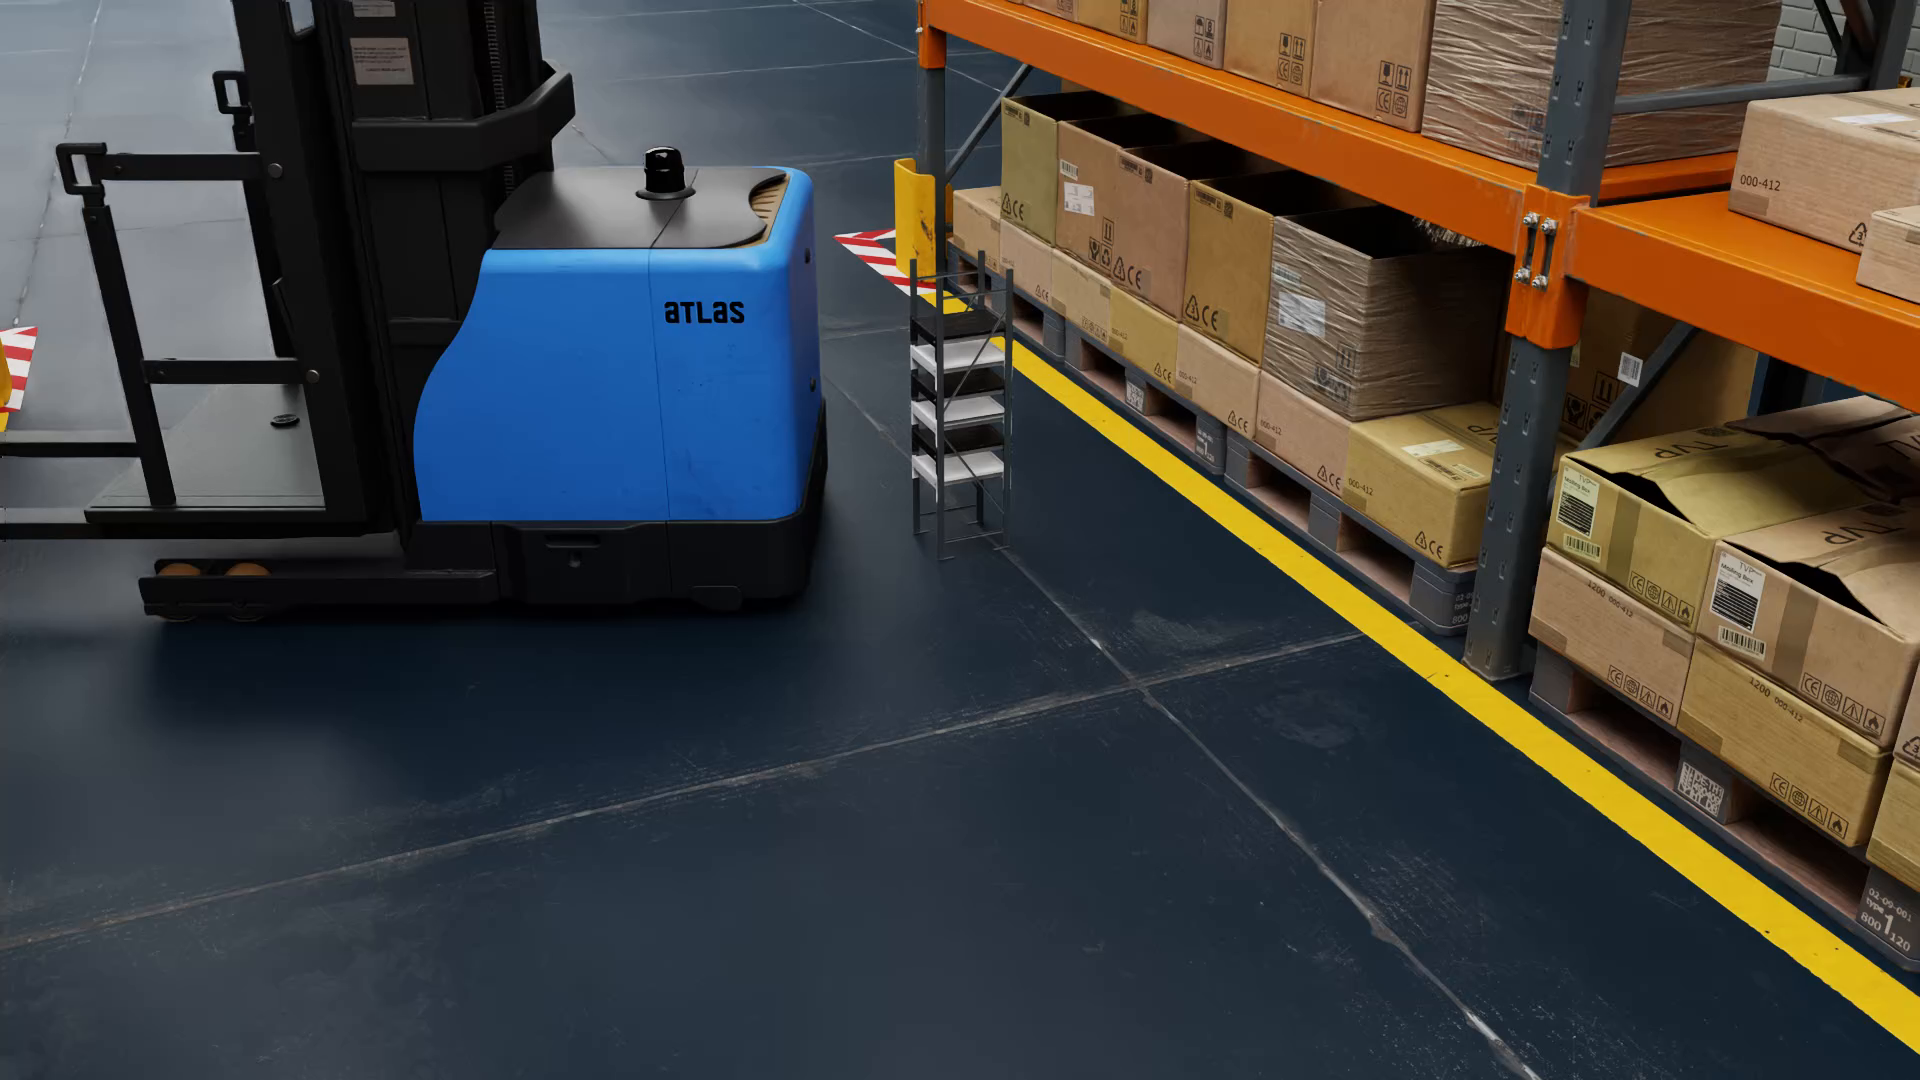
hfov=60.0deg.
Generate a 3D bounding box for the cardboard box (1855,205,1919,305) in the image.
[{"bbox_3d":[2.016,-0.563,3.272,0.380,0.149,0.250,-11,28,-21],"label":"cardboard box"}]

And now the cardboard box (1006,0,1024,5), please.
[{"bbox_3d":[0.461,-2.538,6.916,0.700,0.500,0.500,-11,28,-21],"label":"cardboard box"}]

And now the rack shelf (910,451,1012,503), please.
[{"bbox_3d":[0.003,-0.209,5.139,0.258,0.077,0.200,-11,28,-21],"label":"rack shelf"}]

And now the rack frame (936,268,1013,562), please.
[{"bbox_3d":[0.043,-0.360,4.962,0.240,0.900,0.006,-11,28,-21],"label":"rack frame"}]

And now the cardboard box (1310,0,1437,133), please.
[{"bbox_3d":[1.465,-1.504,4.798,0.700,0.500,0.500,-11,28,-21],"label":"cardboard box"}]

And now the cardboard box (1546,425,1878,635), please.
[{"bbox_3d":[1.789,-0.065,3.980,0.500,0.311,0.500,-10,28,-20],"label":"cardboard box"}]

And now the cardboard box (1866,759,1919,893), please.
[{"bbox_3d":[2.191,0.598,3.261,0.500,0.250,0.500,-11,28,-22],"label":"cardboard box"}]

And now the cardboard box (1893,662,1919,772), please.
[{"bbox_3d":[2.184,0.347,3.137,0.500,0.311,0.500,-12,28,-22],"label":"cardboard box"}]

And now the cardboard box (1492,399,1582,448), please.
[{"bbox_3d":[1.954,-0.262,5.022,0.500,0.250,0.500,-11,28,-21],"label":"cardboard box"}]

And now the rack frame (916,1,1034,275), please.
[{"bbox_3d":[0.290,-2.684,7.328,1.000,3.000,0.127,-11,28,-21],"label":"rack frame"}]

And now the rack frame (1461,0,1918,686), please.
[{"bbox_3d":[1.857,-1.069,4.021,1.000,3.000,0.127,-11,28,-21],"label":"rack frame"}]

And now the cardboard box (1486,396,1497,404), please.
[{"bbox_3d":[1.763,-0.464,5.438,0.500,0.250,0.500,-11,28,-21],"label":"cardboard box"}]

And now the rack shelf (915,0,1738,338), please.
[{"bbox_3d":[1.073,-1.553,5.833,1.077,0.370,4.000,-11,28,-21],"label":"rack shelf"}]

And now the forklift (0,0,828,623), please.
[{"bbox_3d":[-1.958,-1.314,4.600,3.031,2.935,1.130,0,26,0],"label":"forklift"}]

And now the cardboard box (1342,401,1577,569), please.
[{"bbox_3d":[1.474,-0.172,4.839,0.500,0.250,0.500,-11,28,-21],"label":"cardboard box"}]

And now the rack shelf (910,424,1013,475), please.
[{"bbox_3d":[0.003,-0.290,5.100,0.258,0.077,0.200,-11,28,-21],"label":"rack shelf"}]

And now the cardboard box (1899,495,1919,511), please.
[{"bbox_3d":[2.489,0.049,3.747,0.500,0.311,0.500,-10,28,-19],"label":"cardboard box"}]

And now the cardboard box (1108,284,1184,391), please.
[{"bbox_3d":[0.881,-0.777,6.077,0.500,0.250,0.500,-11,28,-21],"label":"cardboard box"}]

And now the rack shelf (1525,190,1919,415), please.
[{"bbox_3d":[2.640,0.061,2.525,1.077,0.370,4.000,-11,28,-21],"label":"rack shelf"}]

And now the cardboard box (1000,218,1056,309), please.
[{"bbox_3d":[0.495,-1.181,6.906,0.500,0.250,0.500,-11,28,-21],"label":"cardboard box"}]

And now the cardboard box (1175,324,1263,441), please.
[{"bbox_3d":[1.078,-0.575,5.664,0.500,0.250,0.500,-11,28,-21],"label":"cardboard box"}]

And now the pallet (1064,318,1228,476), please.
[{"bbox_3d":[1.102,-0.638,6.315,1.003,0.211,1.213,-11,28,-21],"label":"pallet"}]

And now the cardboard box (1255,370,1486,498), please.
[{"bbox_3d":[1.287,-0.376,5.256,0.500,0.250,0.500,-11,28,-21],"label":"cardboard box"}]

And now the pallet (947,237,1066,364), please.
[{"bbox_3d":[0.628,-1.129,7.323,1.003,0.211,1.213,-11,28,-21],"label":"pallet"}]

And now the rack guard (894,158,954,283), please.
[{"bbox_3d":[0.281,-1.570,7.897,1.175,0.500,0.348,-11,28,-21],"label":"rack guard"}]

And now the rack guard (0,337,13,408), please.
[{"bbox_3d":[-4.196,-0.689,6.091,1.175,0.500,0.348,-11,28,-21],"label":"rack guard"}]

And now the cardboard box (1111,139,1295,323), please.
[{"bbox_3d":[0.880,-1.113,5.912,0.500,0.500,0.500,-11,28,-21],"label":"cardboard box"}]

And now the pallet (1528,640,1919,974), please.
[{"bbox_3d":[2.181,0.475,4.037,1.003,0.211,1.213,-11,28,-21],"label":"pallet"}]

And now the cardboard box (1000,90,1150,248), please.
[{"bbox_3d":[0.493,-1.518,6.741,0.500,0.500,0.500,-11,28,-21],"label":"cardboard box"}]

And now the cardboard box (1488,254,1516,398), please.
[{"bbox_3d":[1.760,-0.801,5.272,0.500,0.500,0.500,-11,28,-21],"label":"cardboard box"}]

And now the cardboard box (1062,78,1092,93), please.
[{"bbox_3d":[0.774,-1.809,7.336,0.500,0.500,0.500,-11,28,-21],"label":"cardboard box"}]

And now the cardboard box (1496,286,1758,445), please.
[{"bbox_3d":[1.963,-0.600,4.861,0.500,0.500,0.500,-11,28,-21],"label":"cardboard box"}]

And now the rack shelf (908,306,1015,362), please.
[{"bbox_3d":[0.003,-0.614,4.942,0.258,0.077,0.200,-11,28,-21],"label":"rack shelf"}]

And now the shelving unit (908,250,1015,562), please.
[{"bbox_3d":[0.003,-0.401,5.046,0.258,0.900,0.210,-11,28,-21],"label":"shelving unit"}]

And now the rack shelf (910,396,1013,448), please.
[{"bbox_3d":[0.003,-0.371,5.060,0.258,0.077,0.200,-11,28,-21],"label":"rack shelf"}]

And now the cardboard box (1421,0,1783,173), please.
[{"bbox_3d":[1.677,-1.292,4.364,0.700,0.500,0.500,-11,28,-22],"label":"cardboard box"}]

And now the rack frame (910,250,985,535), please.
[{"bbox_3d":[-0.037,-0.442,5.130,0.240,0.900,0.006,-11,28,-21],"label":"rack frame"}]

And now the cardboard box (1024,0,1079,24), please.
[{"bbox_3d":[0.671,-2.327,6.483,0.700,0.500,0.500,-10,28,-19],"label":"cardboard box"}]

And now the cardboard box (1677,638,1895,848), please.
[{"bbox_3d":[1.986,0.390,3.688,0.500,0.250,0.500,-10,28,-19],"label":"cardboard box"}]

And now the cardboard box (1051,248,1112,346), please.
[{"bbox_3d":[0.690,-0.979,6.492,0.500,0.250,0.500,-11,28,-21],"label":"cardboard box"}]

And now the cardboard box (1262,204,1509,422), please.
[{"bbox_3d":[1.289,-0.713,5.092,0.500,0.500,0.500,-11,28,-21],"label":"cardboard box"}]

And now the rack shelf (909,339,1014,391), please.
[{"bbox_3d":[0.003,-0.533,4.981,0.258,0.077,0.200,-11,28,-21],"label":"rack shelf"}]

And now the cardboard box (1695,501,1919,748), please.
[{"bbox_3d":[1.980,0.138,3.564,0.500,0.311,0.500,-11,28,-21],"label":"cardboard box"}]

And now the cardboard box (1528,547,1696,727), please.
[{"bbox_3d":[1.787,0.183,4.111,0.500,0.250,0.500,-11,28,-22],"label":"cardboard box"}]

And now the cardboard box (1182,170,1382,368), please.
[{"bbox_3d":[1.090,-0.914,5.504,0.500,0.500,0.500,-11,28,-21],"label":"cardboard box"}]

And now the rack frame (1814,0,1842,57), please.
[{"bbox_3d":[4.847,-3.537,9.075,1.000,3.000,0.127,-11,28,-21],"label":"rack frame"}]

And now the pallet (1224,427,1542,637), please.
[{"bbox_3d":[1.584,-0.144,5.305,1.003,0.211,1.213,-11,28,-21],"label":"pallet"}]

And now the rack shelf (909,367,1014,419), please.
[{"bbox_3d":[0.003,-0.452,5.021,0.258,0.077,0.200,-11,28,-21],"label":"rack shelf"}]

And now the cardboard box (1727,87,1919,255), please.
[{"bbox_3d":[2.090,-0.811,3.662,0.500,0.250,0.500,-9,27,-17],"label":"cardboard box"}]

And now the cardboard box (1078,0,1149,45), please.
[{"bbox_3d":[0.860,-2.126,6.071,0.700,0.500,0.500,-10,28,-20],"label":"cardboard box"}]

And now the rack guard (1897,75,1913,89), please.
[{"bbox_3d":[4.876,-2.383,9.560,1.175,0.500,0.348,-11,28,-21],"label":"rack guard"}]

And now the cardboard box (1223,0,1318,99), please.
[{"bbox_3d":[1.272,-1.707,5.214,0.700,0.500,0.500,-10,28,-20],"label":"cardboard box"}]

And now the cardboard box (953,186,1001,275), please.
[{"bbox_3d":[0.295,-1.382,7.318,0.500,0.250,0.500,-11,28,-21],"label":"cardboard box"}]

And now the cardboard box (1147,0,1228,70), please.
[{"bbox_3d":[1.070,-1.914,5.637,0.700,0.500,0.500,-10,28,-19],"label":"cardboard box"}]

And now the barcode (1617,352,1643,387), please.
[{"bbox_3d":[1.573,-0.401,3.905,0.001,0.075,0.075,-11,28,-21],"label":"barcode"}]

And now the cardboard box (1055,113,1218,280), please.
[{"bbox_3d":[0.701,-1.318,6.332,0.500,0.500,0.500,-11,28,-21],"label":"cardboard box"}]

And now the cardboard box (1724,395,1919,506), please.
[{"bbox_3d":[2.279,-0.160,4.175,0.500,0.311,0.500,-11,28,-21],"label":"cardboard box"}]
